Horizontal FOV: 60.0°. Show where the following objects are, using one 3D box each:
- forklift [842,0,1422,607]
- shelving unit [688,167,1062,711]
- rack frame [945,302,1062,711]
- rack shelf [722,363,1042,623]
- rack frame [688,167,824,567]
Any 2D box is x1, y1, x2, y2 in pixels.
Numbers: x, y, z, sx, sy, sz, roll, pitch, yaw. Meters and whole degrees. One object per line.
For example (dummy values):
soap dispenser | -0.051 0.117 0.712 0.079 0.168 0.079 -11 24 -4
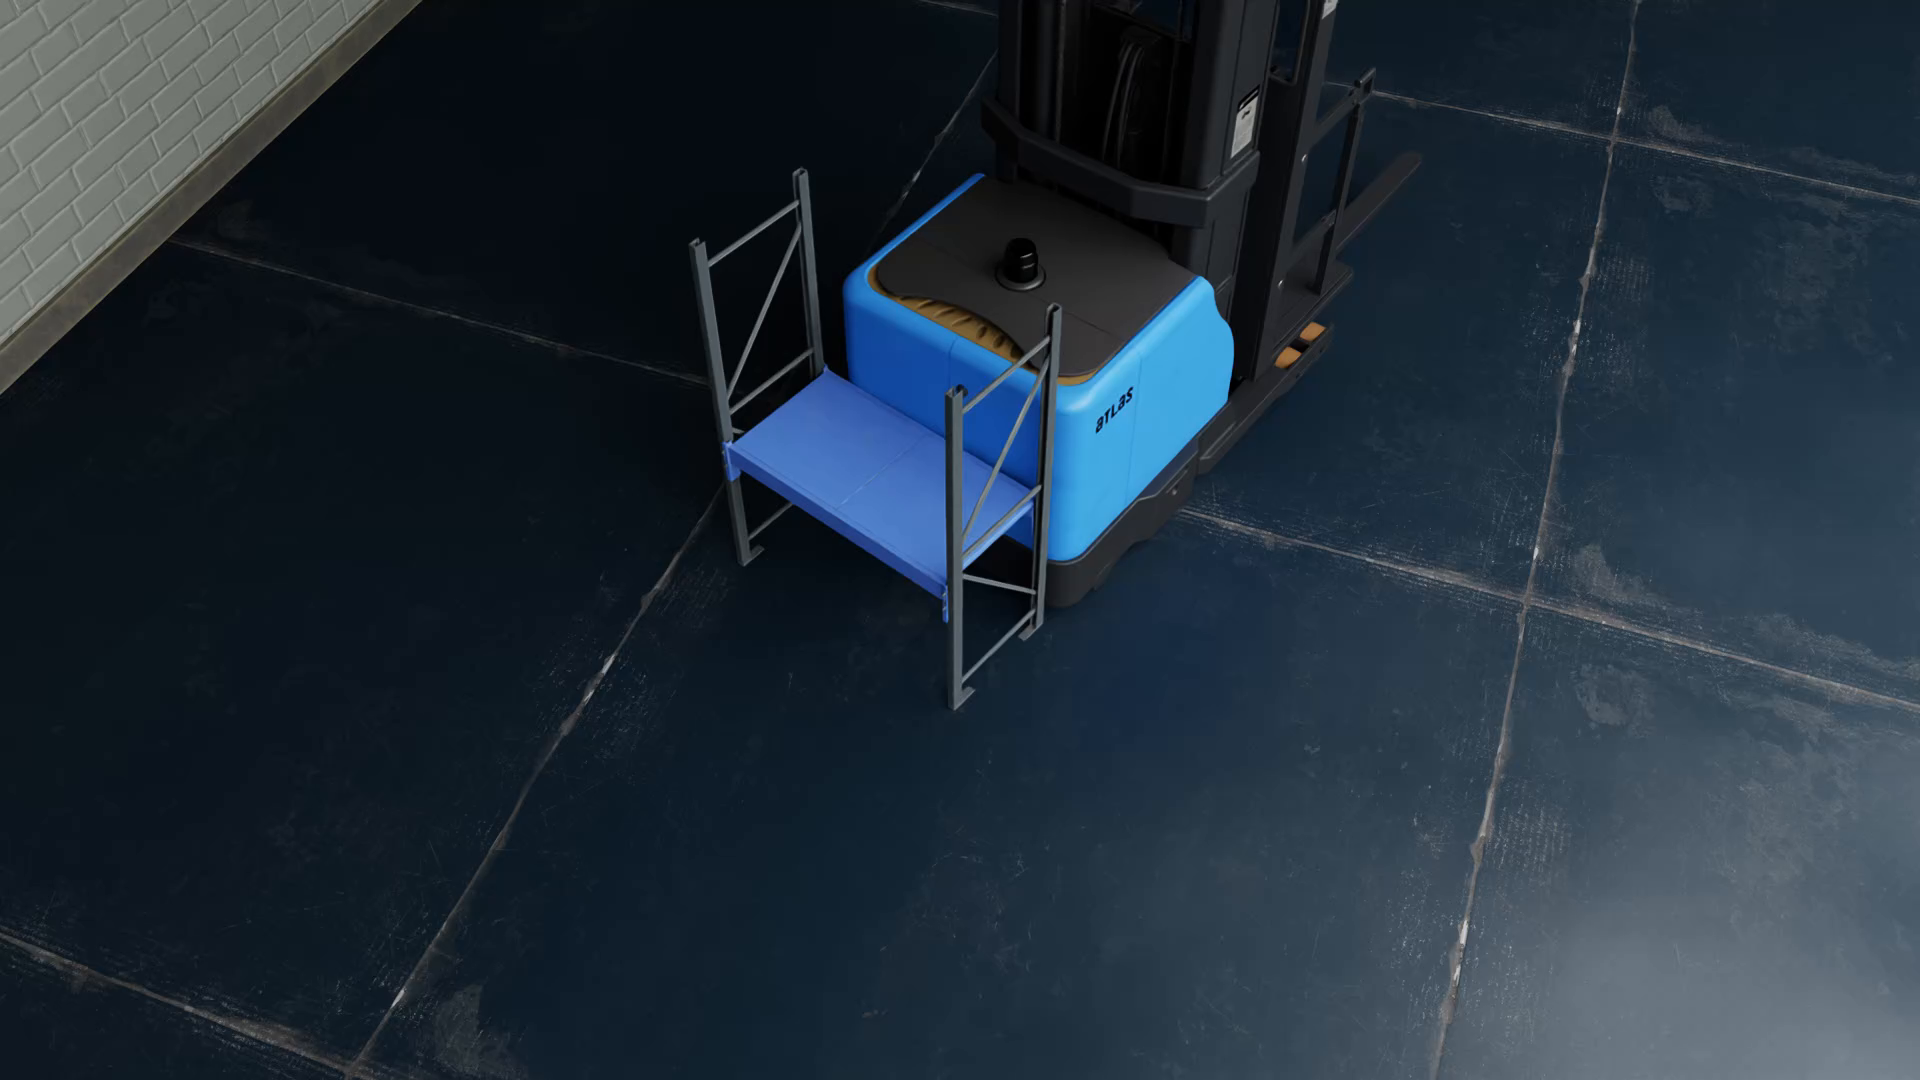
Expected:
forklift | 0.883 -1.786 5.859 1.130 2.935 3.031 30 56 24
shelving unit | -0.263 -0.298 5.516 1.048 1.500 0.538 32 56 25
rack frame | 0.128 -0.053 5.303 0.032 1.500 0.500 32 56 25
rack shelf | -0.263 -0.180 5.652 1.000 0.185 0.538 32 56 25
rack frame | -0.654 -0.544 5.729 0.032 1.500 0.500 32 56 25
